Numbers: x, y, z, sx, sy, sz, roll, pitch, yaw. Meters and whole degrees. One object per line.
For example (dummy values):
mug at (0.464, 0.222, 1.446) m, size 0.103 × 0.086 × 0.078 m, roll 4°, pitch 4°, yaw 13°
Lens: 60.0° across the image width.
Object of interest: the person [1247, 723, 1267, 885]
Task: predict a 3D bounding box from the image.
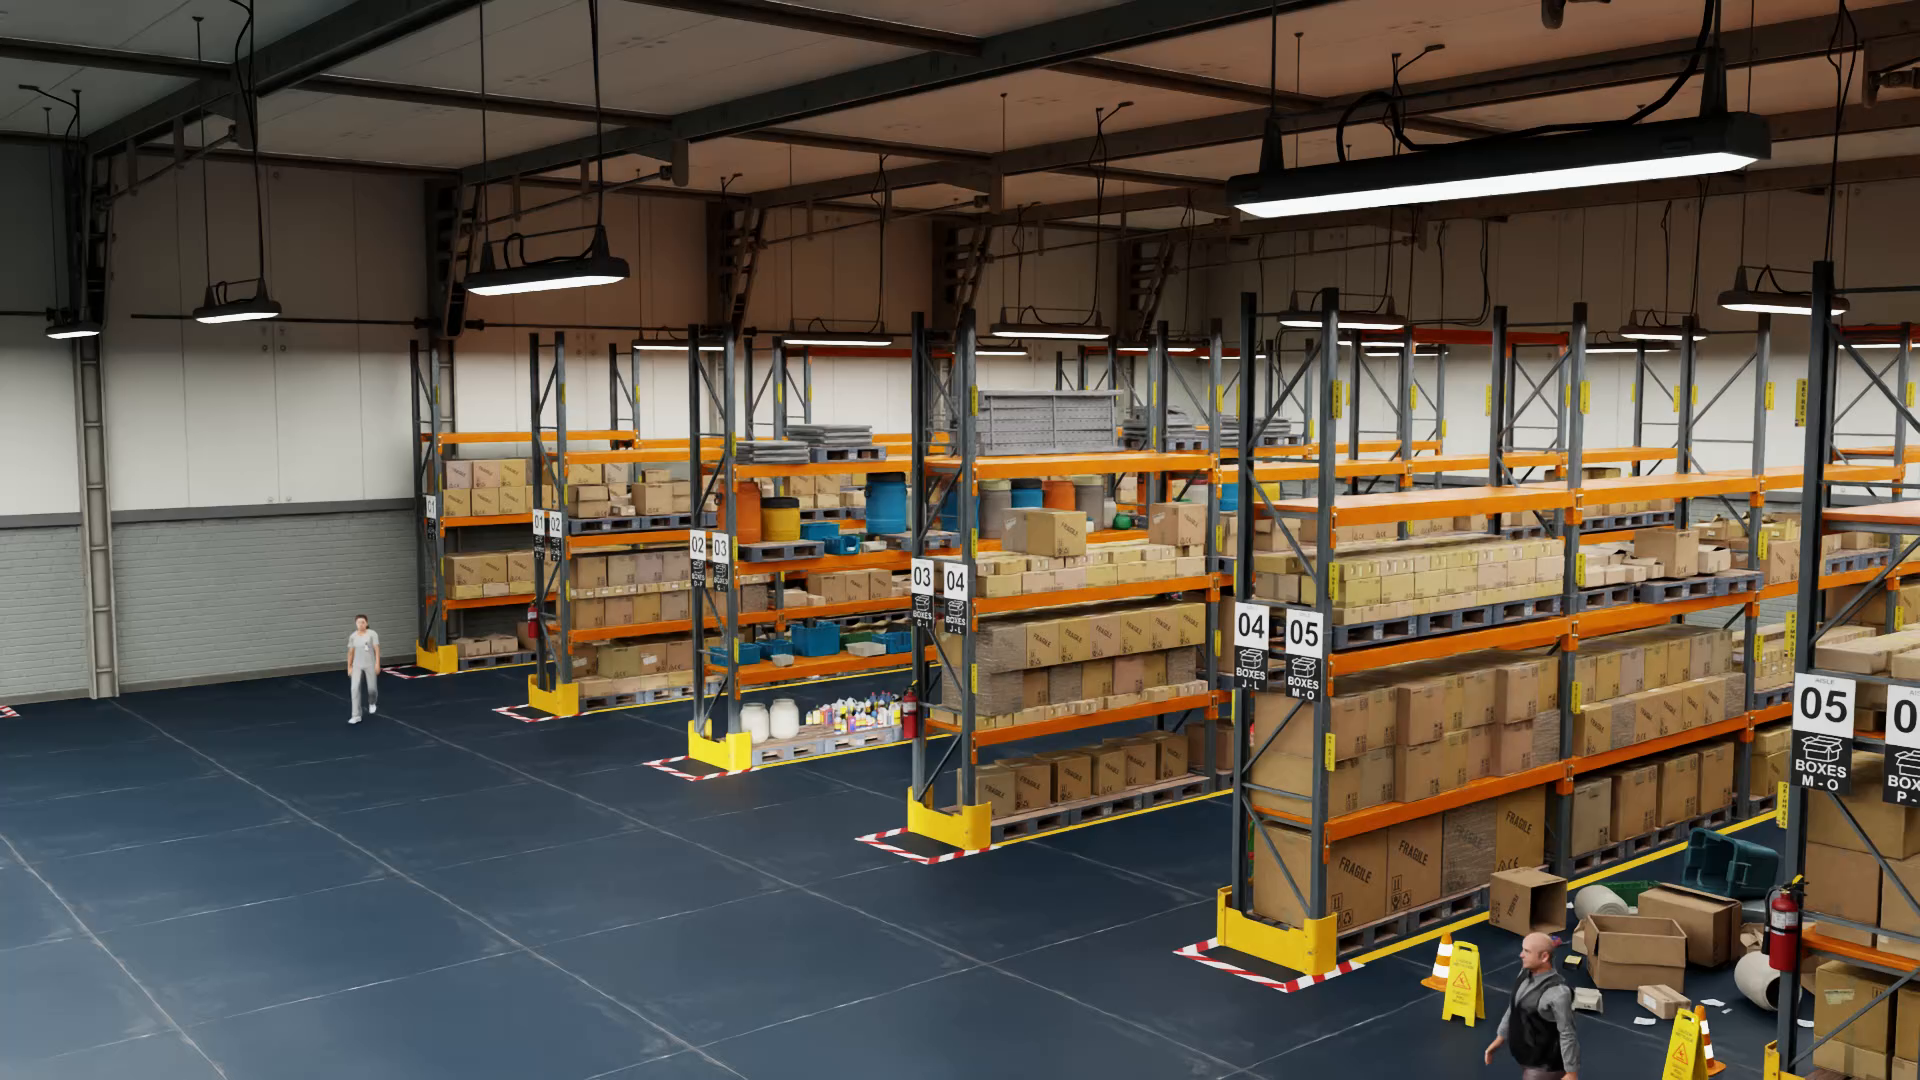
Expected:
person at (3.254, 2.717, 17.381) m, size 0.796 × 1.698 × 0.592 m, roll -2°, pitch 6°, yaw -25°

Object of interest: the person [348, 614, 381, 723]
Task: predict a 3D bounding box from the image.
person at (-9.203, 1.955, 25.684) m, size 0.498 × 1.649 × 0.801 m, roll 0°, pitch 5°, yaw -4°

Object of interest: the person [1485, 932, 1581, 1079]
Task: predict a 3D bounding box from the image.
person at (3.623, 3.329, 10.677) m, size 1.077 × 1.660 × 0.563 m, roll 0°, pitch 5°, yaw -2°
